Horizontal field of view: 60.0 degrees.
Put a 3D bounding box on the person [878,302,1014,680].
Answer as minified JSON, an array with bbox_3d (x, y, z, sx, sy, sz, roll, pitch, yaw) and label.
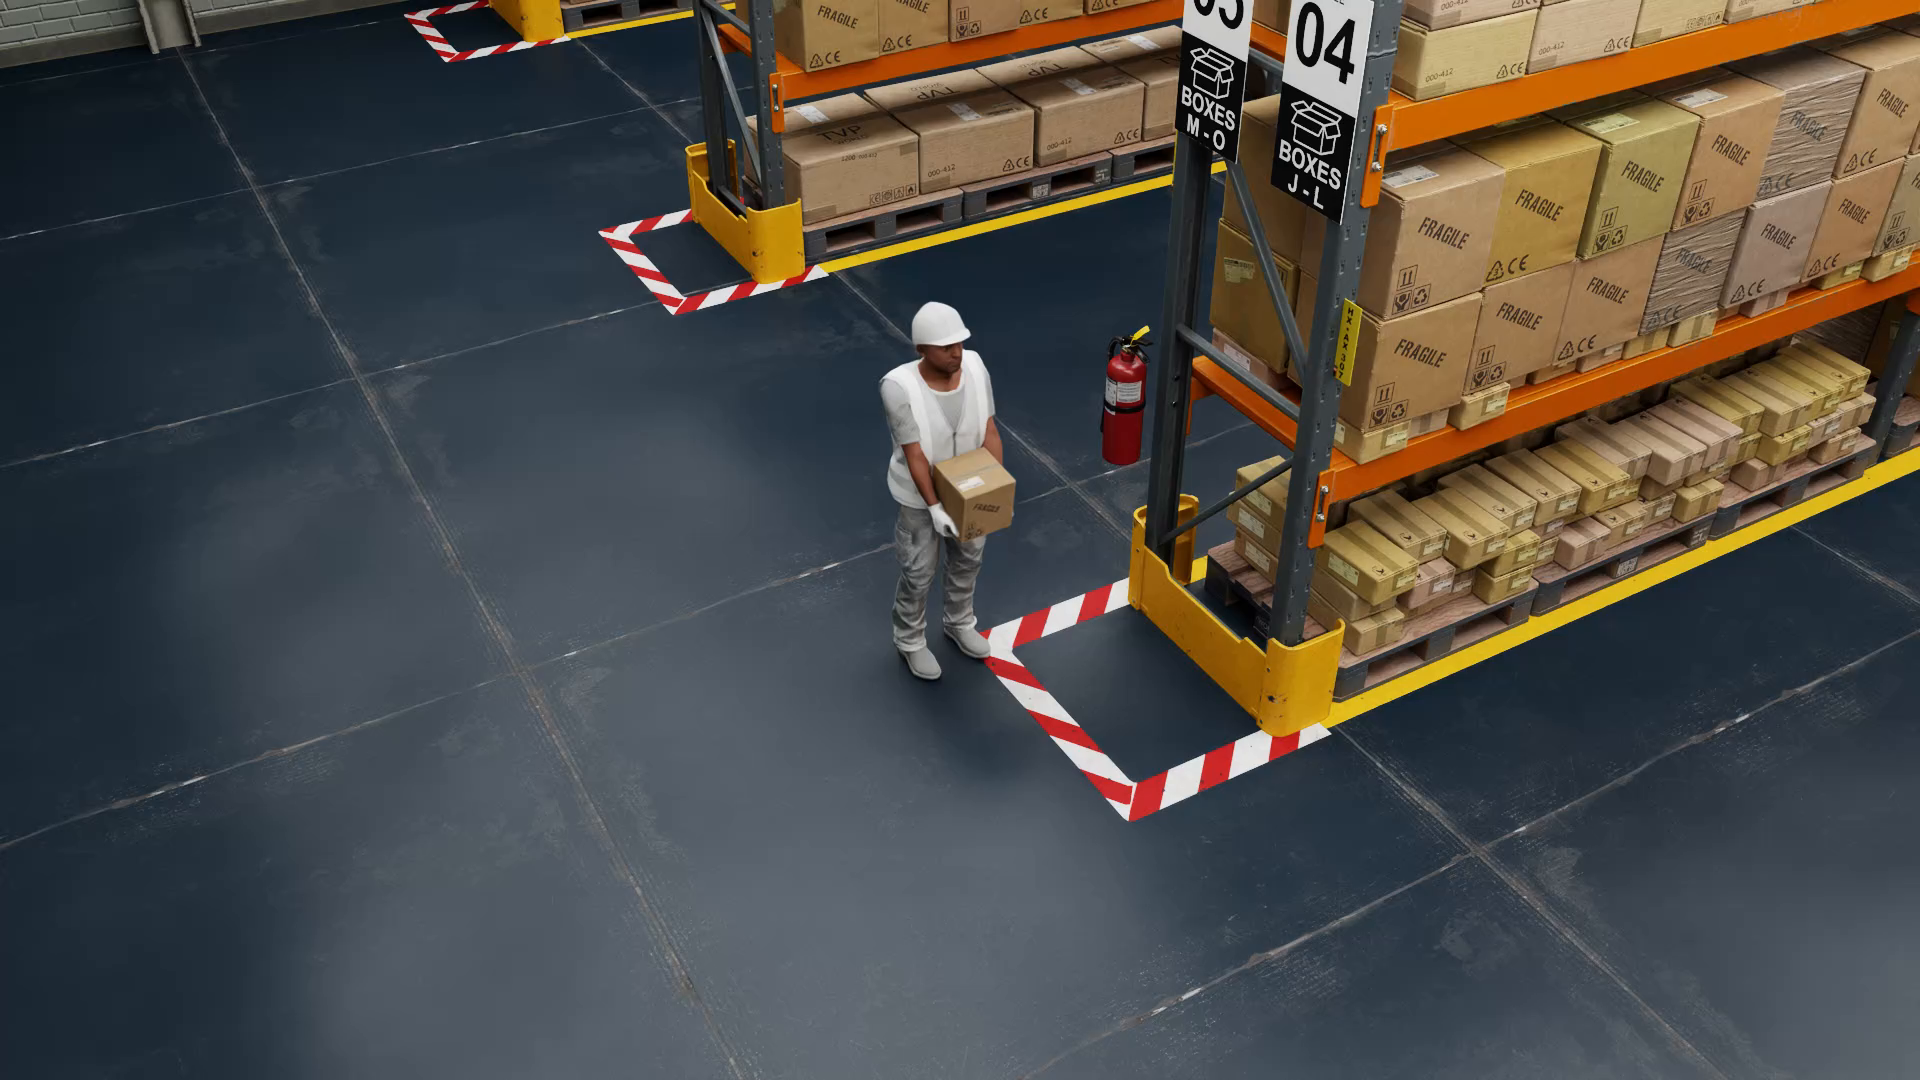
[{"bbox_3d":[-0.031,-0.168,7.138,0.489,1.782,0.566,-20,41,-25],"label":"person"}]
